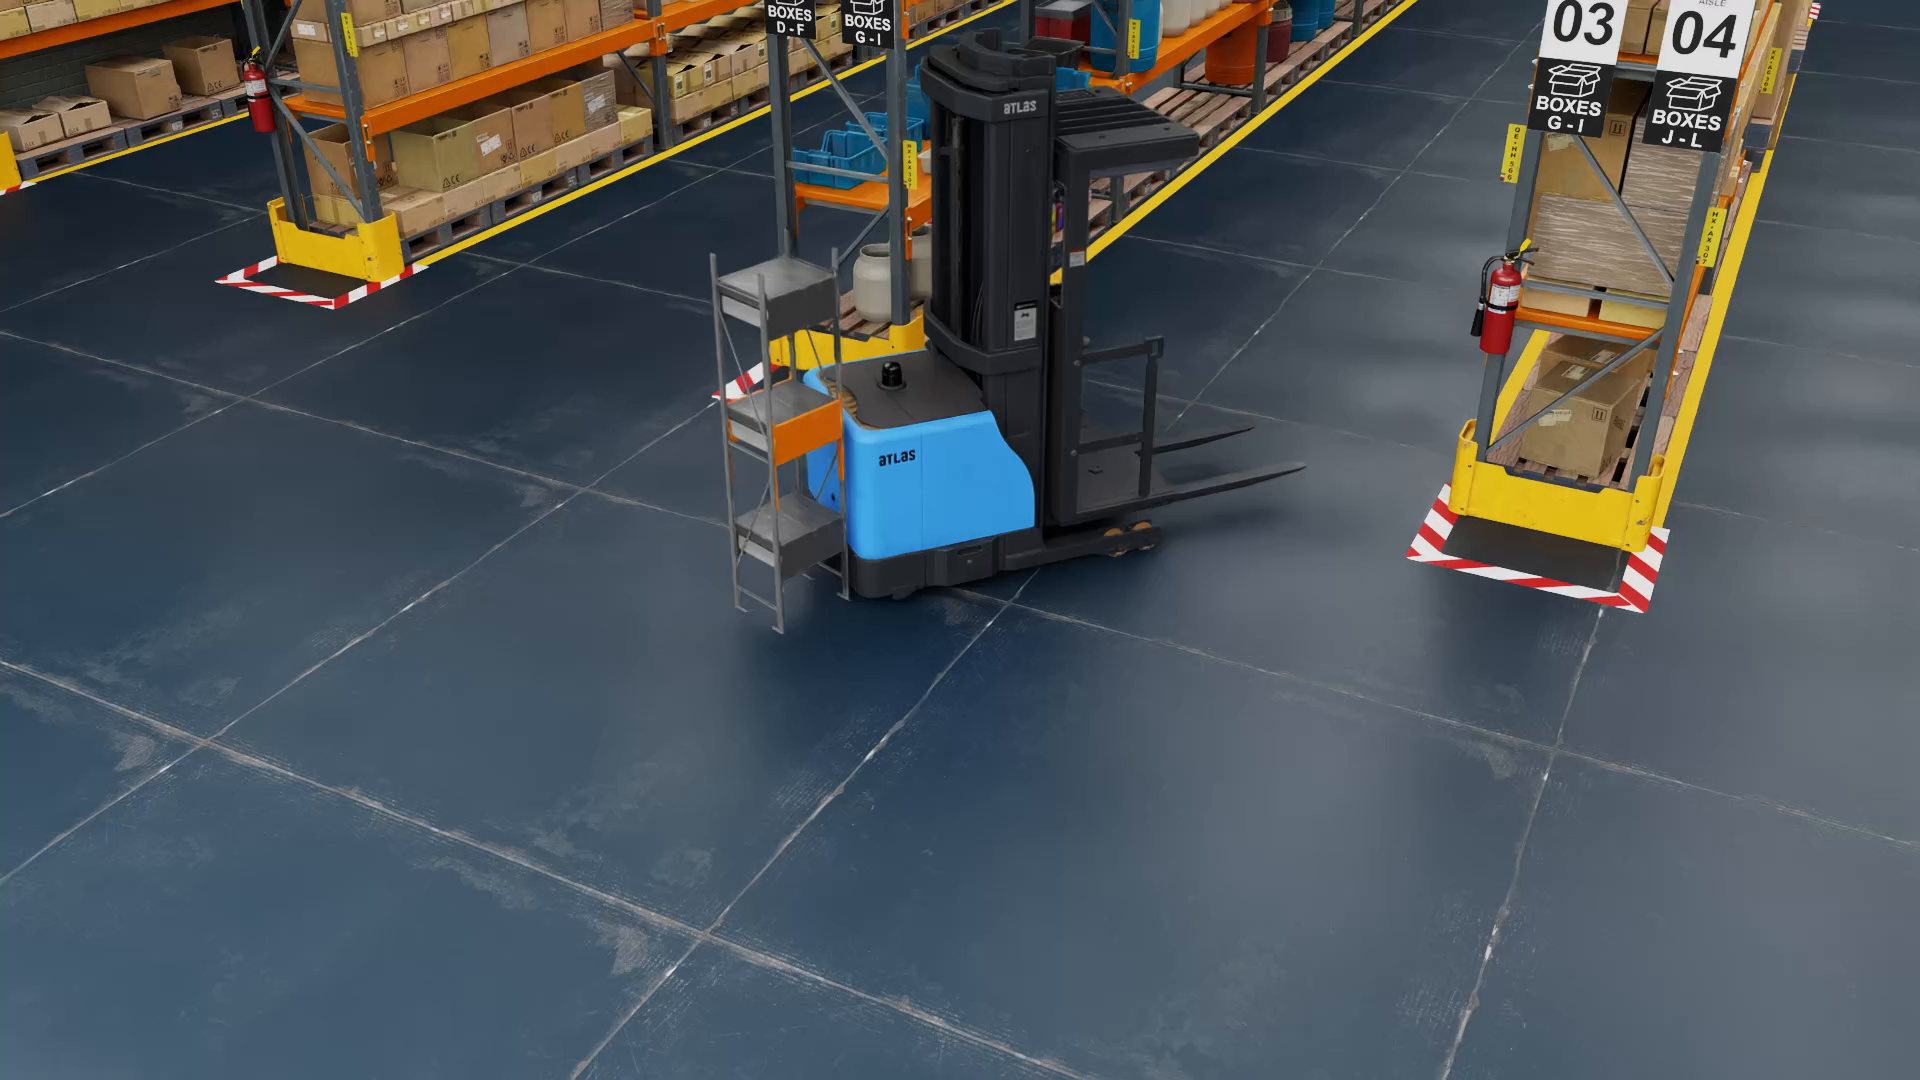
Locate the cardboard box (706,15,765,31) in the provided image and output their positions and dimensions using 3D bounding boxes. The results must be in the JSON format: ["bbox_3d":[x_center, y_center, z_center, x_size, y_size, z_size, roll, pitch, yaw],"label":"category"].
[{"bbox_3d":[-2.552,-5.792,18.891,0.500,0.311,0.500,13,32,22],"label":"cardboard box"}]

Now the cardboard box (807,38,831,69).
[{"bbox_3d":[-1.840,-5.657,19.219,0.500,0.250,0.500,14,33,23],"label":"cardboard box"}]

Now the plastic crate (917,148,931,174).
[{"bbox_3d":[-0.128,-2.723,12.035,0.298,0.136,0.250,14,33,23],"label":"plastic crate"}]

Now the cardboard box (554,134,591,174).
[{"bbox_3d":[-3.876,-3.702,15.815,0.500,0.250,0.500,14,33,23],"label":"cardboard box"}]

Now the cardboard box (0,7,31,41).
[{"bbox_3d":[-9.136,-4.849,15.603,0.500,0.250,0.500,13,32,22],"label":"cardboard box"}]

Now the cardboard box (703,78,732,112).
[{"bbox_3d":[-2.769,-4.751,17.641,0.500,0.250,0.500,15,33,24],"label":"cardboard box"}]

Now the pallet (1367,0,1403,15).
[{"bbox_3d":[5.500,-7.502,22.892,1.003,0.211,1.213,14,33,23],"label":"pallet"}]

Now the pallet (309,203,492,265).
[{"bbox_3d":[-4.919,-2.778,14.666,1.003,0.211,1.213,14,33,23],"label":"pallet"}]

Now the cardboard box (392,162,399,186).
[{"bbox_3d":[-5.032,-3.158,14.867,0.500,0.250,0.500,14,33,23],"label":"cardboard box"}]

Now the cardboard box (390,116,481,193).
[{"bbox_3d":[-4.561,-3.363,14.471,0.500,0.500,0.500,14,33,23],"label":"cardboard box"}]

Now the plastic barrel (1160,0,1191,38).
[{"bbox_3d":[1.965,-5.045,15.678,0.433,0.535,0.433,0,30,0],"label":"plastic barrel"}]

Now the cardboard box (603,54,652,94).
[{"bbox_3d":[-3.478,-4.890,17.319,0.500,0.311,0.500,14,33,23],"label":"cardboard box"}]

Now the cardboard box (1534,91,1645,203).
[{"bbox_3d":[3.618,-2.296,9.623,0.500,0.500,0.500,14,33,23],"label":"cardboard box"}]

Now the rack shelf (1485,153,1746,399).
[{"bbox_3d":[4.498,-1.965,11.172,1.077,0.370,4.000,14,33,23],"label":"rack shelf"}]

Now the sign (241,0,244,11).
[{"bbox_3d":[-5.707,-4.373,13.243,0.100,0.325,0.005,14,33,23],"label":"sign"}]

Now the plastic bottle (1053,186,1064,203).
[{"bbox_3d":[0.876,-2.893,14.284,0.144,0.351,0.185,13,32,21],"label":"plastic bottle"}]

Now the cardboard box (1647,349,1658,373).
[{"bbox_3d":[4.724,-1.544,11.806,0.500,0.500,0.500,11,32,19],"label":"cardboard box"}]

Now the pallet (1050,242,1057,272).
[{"bbox_3d":[0.102,-2.246,13.740,1.003,0.211,1.213,14,33,23],"label":"pallet"}]

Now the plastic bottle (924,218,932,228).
[{"bbox_3d":[-0.236,-2.542,13.749,0.152,0.276,0.135,15,33,24],"label":"plastic bottle"}]

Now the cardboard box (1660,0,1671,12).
[{"bbox_3d":[3.918,-2.868,8.761,0.380,0.149,0.250,14,33,23],"label":"cardboard box"}]

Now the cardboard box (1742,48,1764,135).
[{"bbox_3d":[4.763,-2.843,10.576,0.500,0.500,0.500,14,33,23],"label":"cardboard box"}]

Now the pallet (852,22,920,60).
[{"bbox_3d":[-1.212,-6.299,20.797,1.003,0.211,1.213,14,33,23],"label":"pallet"}]

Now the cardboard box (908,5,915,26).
[{"bbox_3d":[-0.890,-6.663,20.699,0.500,0.500,0.500,13,32,22],"label":"cardboard box"}]

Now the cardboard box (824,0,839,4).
[{"bbox_3d":[-1.368,-6.760,20.869,0.500,0.500,0.500,16,33,25],"label":"cardboard box"}]

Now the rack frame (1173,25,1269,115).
[{"bbox_3d":[2.822,-6.060,17.581,1.000,3.000,0.127,14,33,23],"label":"rack frame"}]

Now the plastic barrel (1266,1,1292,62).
[{"bbox_3d":[3.544,-5.918,19.333,0.600,0.588,0.708,14,33,23],"label":"plastic barrel"}]

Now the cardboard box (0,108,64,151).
[{"bbox_3d":[-9.246,-4.072,16.378,0.500,0.311,0.500,11,32,18],"label":"cardboard box"}]

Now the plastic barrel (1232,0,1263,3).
[{"bbox_3d":[2.881,-5.845,17.069,0.600,0.536,0.708,14,33,23],"label":"plastic barrel"}]

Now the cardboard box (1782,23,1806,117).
[{"bbox_3d":[7.977,-4.892,17.259,1.225,0.875,0.875,14,33,23],"label":"cardboard box"}]

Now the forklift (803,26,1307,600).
[{"bbox_3d":[0.646,-1.400,9.535,3.031,2.935,1.130,-12,32,-20],"label":"forklift"}]

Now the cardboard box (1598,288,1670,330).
[{"bbox_3d":[3.929,-1.353,9.637,0.380,0.149,0.250,14,33,23],"label":"cardboard box"}]

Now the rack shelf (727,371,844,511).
[{"bbox_3d":[-0.941,-0.534,8.883,0.431,0.518,0.480,26,39,36],"label":"rack shelf"}]

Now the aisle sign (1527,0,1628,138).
[{"bbox_3d":[3.292,-2.558,8.872,0.394,0.787,0.004,14,33,23],"label":"aisle sign"}]

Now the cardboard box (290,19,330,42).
[{"bbox_3d":[-5.225,-4.176,13.549,0.380,0.149,0.250,14,33,22],"label":"cardboard box"}]

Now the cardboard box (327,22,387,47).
[{"bbox_3d":[-4.859,-4.089,13.396,0.380,0.149,0.250,14,33,23],"label":"cardboard box"}]

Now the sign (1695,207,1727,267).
[{"bbox_3d":[4.070,-1.642,9.019,0.100,0.325,0.005,14,33,23],"label":"sign"}]

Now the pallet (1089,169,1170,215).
[{"bbox_3d":[1.323,-3.435,15.809,1.003,0.211,1.213,14,33,23],"label":"pallet"}]

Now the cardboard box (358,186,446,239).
[{"bbox_3d":[-4.788,-2.816,14.271,0.500,0.250,0.500,14,33,23],"label":"cardboard box"}]

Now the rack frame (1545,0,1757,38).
[{"bbox_3d":[3.587,-3.992,7.955,1.000,3.000,0.127,14,33,23],"label":"rack frame"}]

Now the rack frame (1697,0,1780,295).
[{"bbox_3d":[5.409,-3.163,12.537,1.000,3.000,0.127,14,33,23],"label":"rack frame"}]

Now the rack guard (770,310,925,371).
[{"bbox_3d":[-0.829,-1.474,12.105,1.175,0.500,0.348,14,33,23],"label":"rack guard"}]

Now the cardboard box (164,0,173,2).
[{"bbox_3d":[-8.215,-5.754,17.178,0.500,0.250,0.500,14,33,23],"label":"cardboard box"}]

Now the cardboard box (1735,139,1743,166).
[{"bbox_3d":[5.573,-2.892,12.317,0.380,0.149,0.250,14,33,23],"label":"cardboard box"}]

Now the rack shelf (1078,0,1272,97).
[{"bbox_3d":[1.911,-4.861,16.216,1.077,0.370,4.000,14,33,23],"label":"rack shelf"}]

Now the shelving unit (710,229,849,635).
[{"bbox_3d":[-0.941,-0.546,8.876,0.431,2.100,0.503,26,39,36],"label":"shelving unit"}]

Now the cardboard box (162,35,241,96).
[{"bbox_3d":[-8.256,-5.172,18.103,0.500,0.500,0.500,12,32,20],"label":"cardboard box"}]

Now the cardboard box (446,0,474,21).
[{"bbox_3d":[-4.391,-4.547,14.194,0.380,0.149,0.250,13,32,22],"label":"cardboard box"}]

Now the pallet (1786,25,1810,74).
[{"bbox_3d":[7.002,-4.513,15.080,1.213,0.211,1.003,14,33,23],"label":"pallet"}]

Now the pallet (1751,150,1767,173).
[{"bbox_3d":[7.658,-4.060,16.898,1.003,0.211,1.213,14,33,23],"label":"pallet"}]

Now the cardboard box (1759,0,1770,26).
[{"bbox_3d":[4.495,-3.229,9.790,0.500,0.250,0.500,14,33,23],"label":"cardboard box"}]

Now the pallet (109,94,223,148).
[{"bbox_3d":[-8.648,-4.476,17.624,1.003,0.211,1.213,14,33,23],"label":"pallet"}]

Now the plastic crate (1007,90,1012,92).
[{"bbox_3d":[0.130,-3.657,13.610,0.450,0.188,0.662,14,33,23],"label":"plastic crate"}]

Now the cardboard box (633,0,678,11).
[{"bbox_3d":[-3.222,-5.575,16.888,0.500,0.250,0.500,17,34,26],"label":"cardboard box"}]

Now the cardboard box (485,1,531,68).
[{"bbox_3d":[-4.303,-4.573,14.892,0.700,0.500,0.500,15,33,25],"label":"cardboard box"}]

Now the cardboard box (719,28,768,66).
[{"bbox_3d":[-2.298,-5.454,18.301,0.500,0.311,0.500,15,33,25],"label":"cardboard box"}]

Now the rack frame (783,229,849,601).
[{"bbox_3d":[-0.772,-0.634,9.029,0.400,2.100,0.015,26,39,36],"label":"rack frame"}]

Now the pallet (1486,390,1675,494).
[{"bbox_3d":[4.023,-0.567,10.815,1.003,0.211,1.213,14,33,23],"label":"pallet"}]

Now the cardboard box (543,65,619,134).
[{"bbox_3d":[-3.663,-4.253,16.021,0.500,0.500,0.500,14,33,23],"label":"cardboard box"}]
